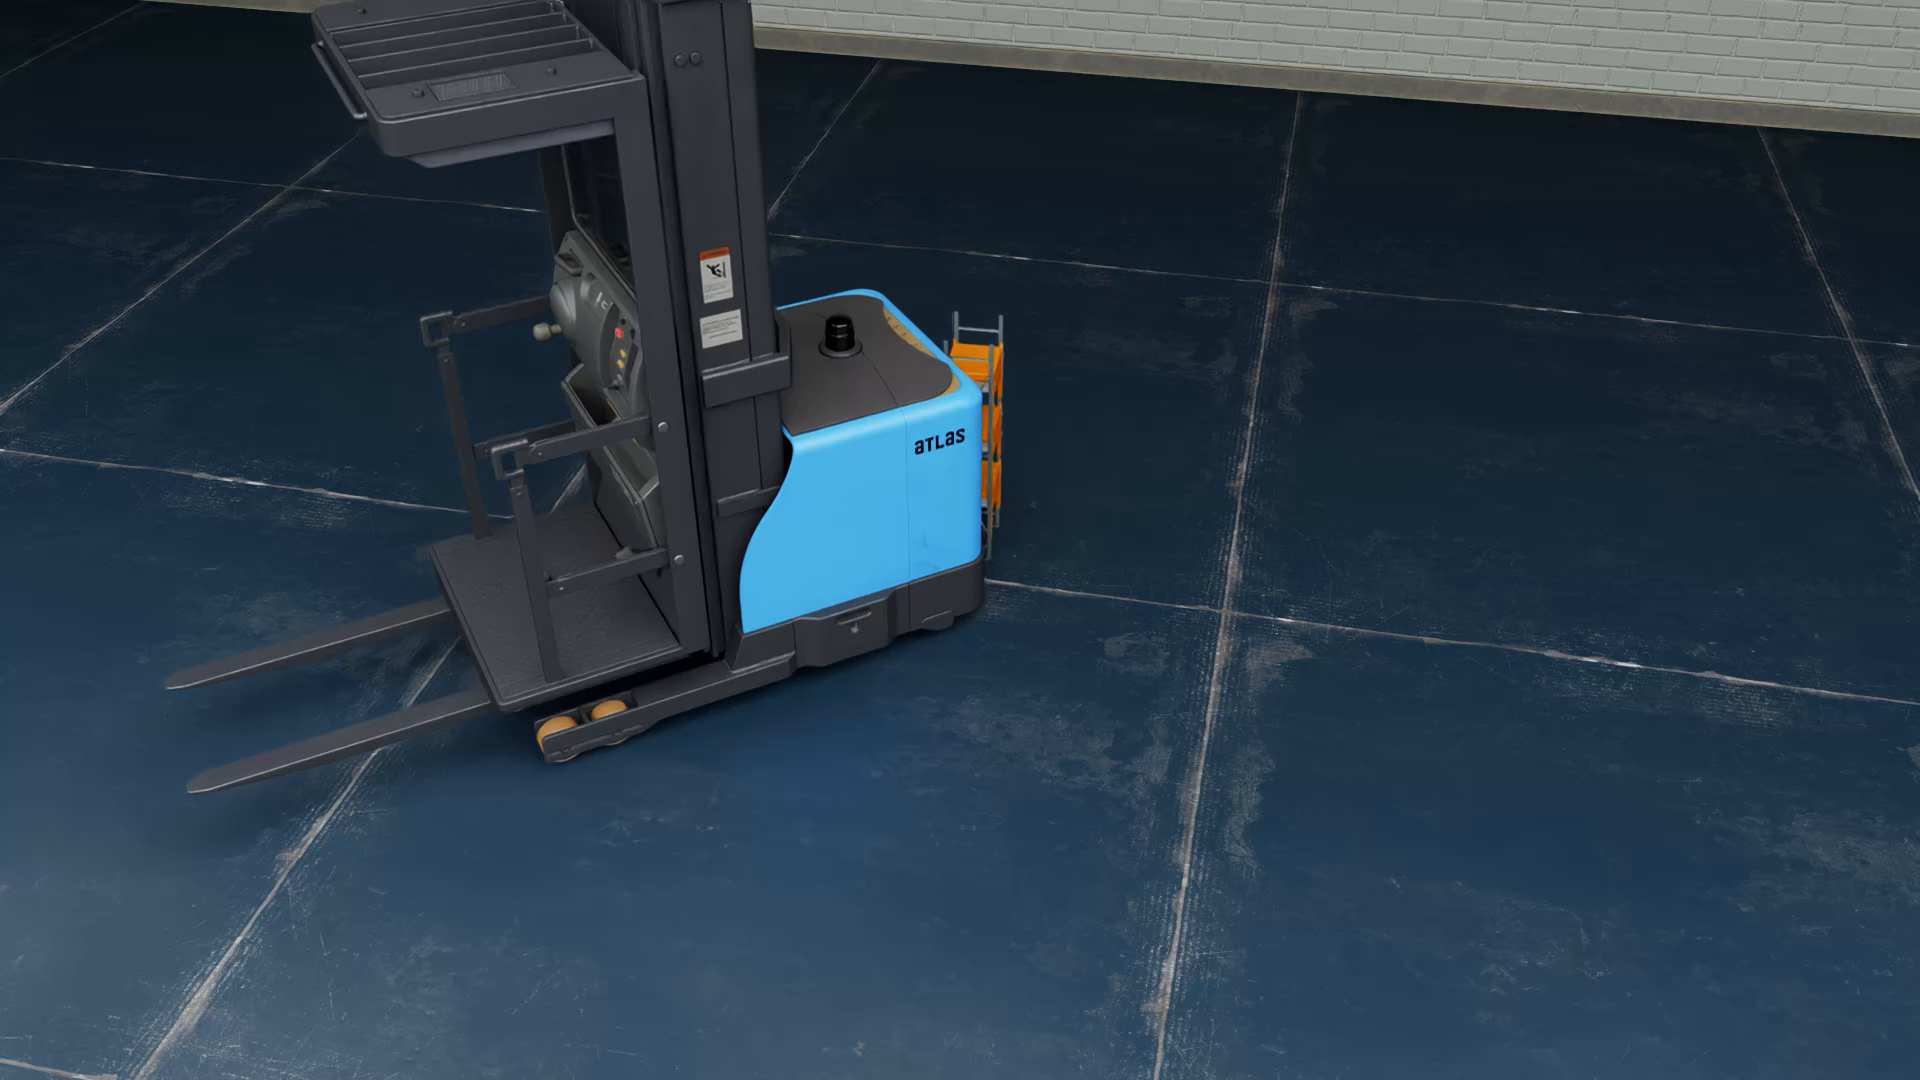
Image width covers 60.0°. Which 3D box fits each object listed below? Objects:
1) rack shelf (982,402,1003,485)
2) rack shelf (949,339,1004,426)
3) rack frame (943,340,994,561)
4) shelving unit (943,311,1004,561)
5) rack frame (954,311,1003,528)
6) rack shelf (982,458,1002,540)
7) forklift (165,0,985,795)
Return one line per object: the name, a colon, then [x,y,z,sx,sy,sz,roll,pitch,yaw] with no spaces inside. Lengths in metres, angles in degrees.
rack shelf: [0.054,-0.411,6.941,0.215,0.259,0.240,6,36,8]
rack shelf: [0.054,-0.641,6.774,0.215,0.259,0.240,6,36,8]
rack frame: [0.034,-0.349,6.837,0.200,1.050,0.008,6,36,8]
shelving unit: [0.054,-0.420,6.934,0.215,1.050,0.252,6,36,8]
rack frame: [0.075,-0.490,7.032,0.200,1.050,0.008,6,36,8]
rack shelf: [0.054,-0.186,7.104,0.215,0.259,0.240,6,36,8]
forklift: [-1.448,-0.726,5.754,3.031,2.935,1.130,-17,39,-22]
